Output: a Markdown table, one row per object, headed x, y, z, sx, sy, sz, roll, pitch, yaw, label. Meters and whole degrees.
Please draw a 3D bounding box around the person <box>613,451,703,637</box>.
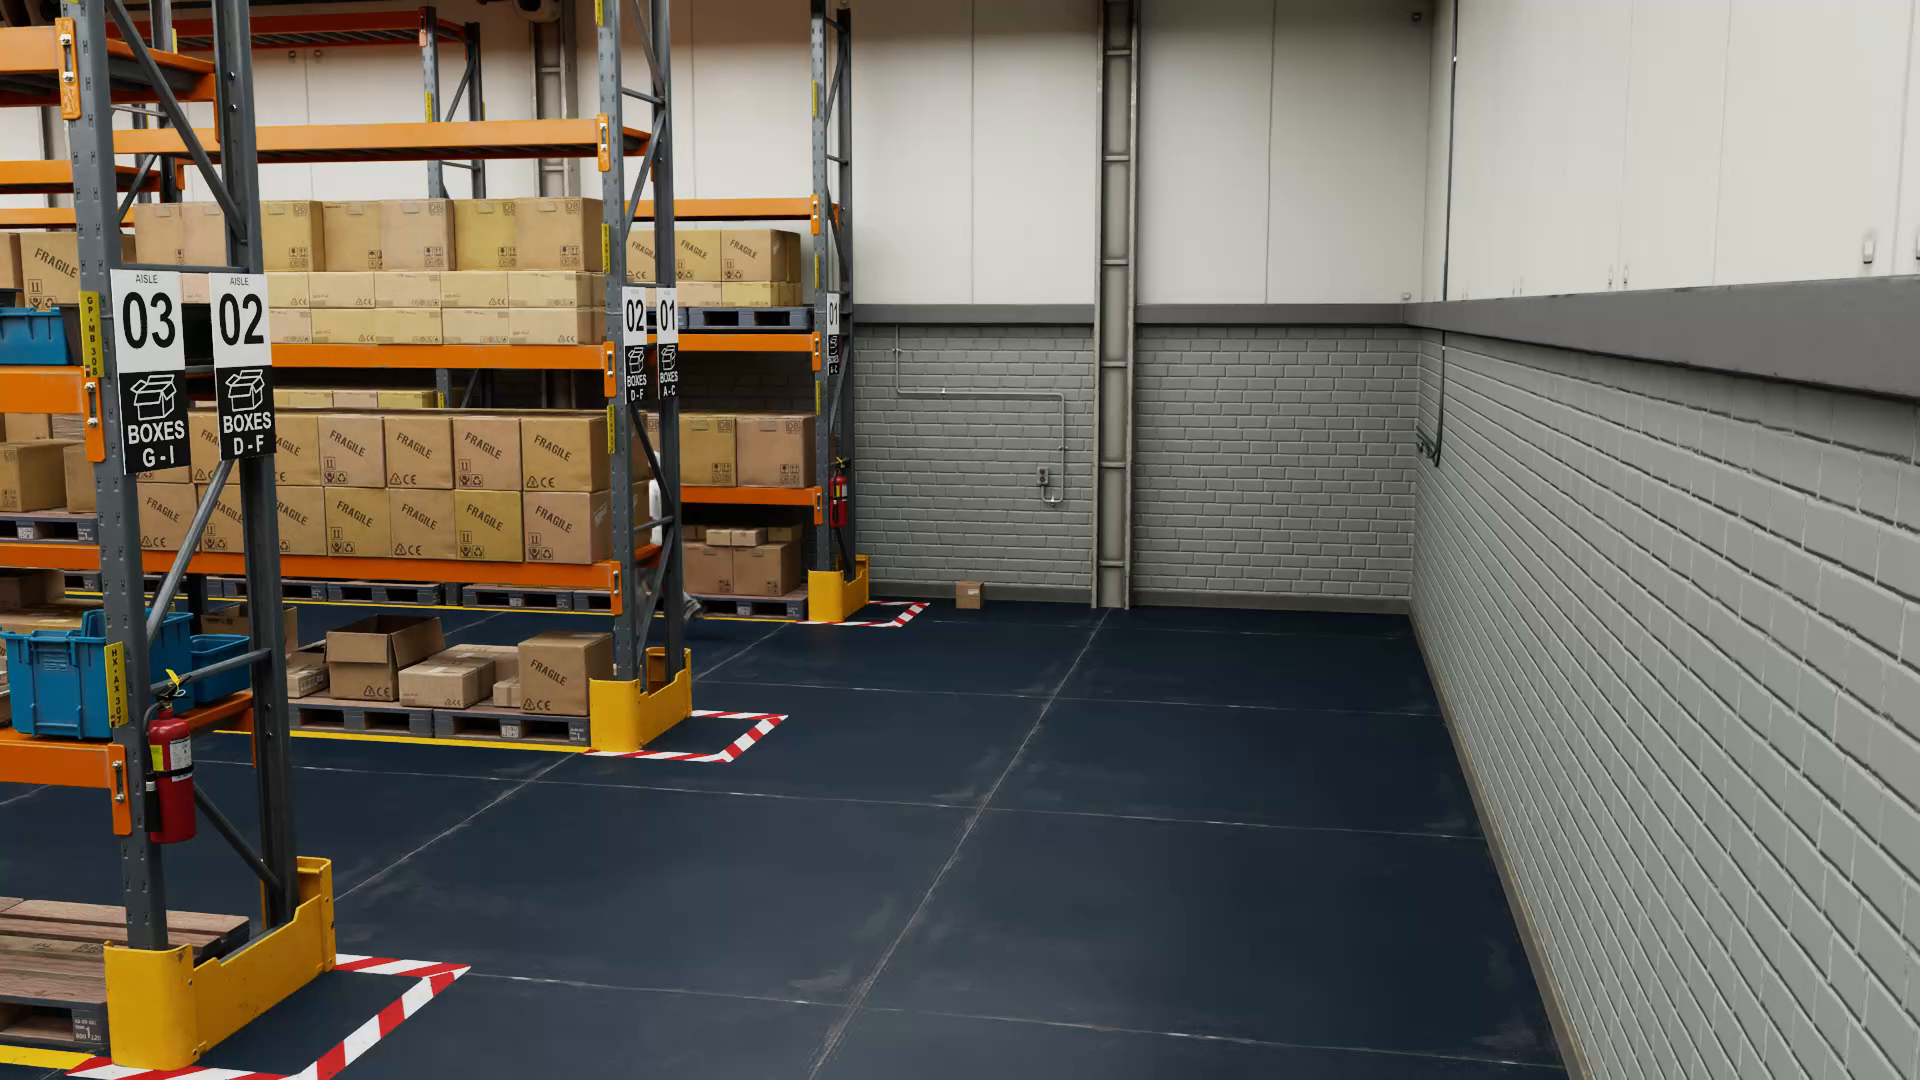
| x | y | z | sx | sy | sz | roll | pitch | yaw | label |
| --- | --- | --- | --- | --- | --- | --- | --- | --- | --- |
| -2.817 | 0.030 | 15.457 | 0.842 | 1.742 | 0.596 | 2 | 8 | 15 | person |
